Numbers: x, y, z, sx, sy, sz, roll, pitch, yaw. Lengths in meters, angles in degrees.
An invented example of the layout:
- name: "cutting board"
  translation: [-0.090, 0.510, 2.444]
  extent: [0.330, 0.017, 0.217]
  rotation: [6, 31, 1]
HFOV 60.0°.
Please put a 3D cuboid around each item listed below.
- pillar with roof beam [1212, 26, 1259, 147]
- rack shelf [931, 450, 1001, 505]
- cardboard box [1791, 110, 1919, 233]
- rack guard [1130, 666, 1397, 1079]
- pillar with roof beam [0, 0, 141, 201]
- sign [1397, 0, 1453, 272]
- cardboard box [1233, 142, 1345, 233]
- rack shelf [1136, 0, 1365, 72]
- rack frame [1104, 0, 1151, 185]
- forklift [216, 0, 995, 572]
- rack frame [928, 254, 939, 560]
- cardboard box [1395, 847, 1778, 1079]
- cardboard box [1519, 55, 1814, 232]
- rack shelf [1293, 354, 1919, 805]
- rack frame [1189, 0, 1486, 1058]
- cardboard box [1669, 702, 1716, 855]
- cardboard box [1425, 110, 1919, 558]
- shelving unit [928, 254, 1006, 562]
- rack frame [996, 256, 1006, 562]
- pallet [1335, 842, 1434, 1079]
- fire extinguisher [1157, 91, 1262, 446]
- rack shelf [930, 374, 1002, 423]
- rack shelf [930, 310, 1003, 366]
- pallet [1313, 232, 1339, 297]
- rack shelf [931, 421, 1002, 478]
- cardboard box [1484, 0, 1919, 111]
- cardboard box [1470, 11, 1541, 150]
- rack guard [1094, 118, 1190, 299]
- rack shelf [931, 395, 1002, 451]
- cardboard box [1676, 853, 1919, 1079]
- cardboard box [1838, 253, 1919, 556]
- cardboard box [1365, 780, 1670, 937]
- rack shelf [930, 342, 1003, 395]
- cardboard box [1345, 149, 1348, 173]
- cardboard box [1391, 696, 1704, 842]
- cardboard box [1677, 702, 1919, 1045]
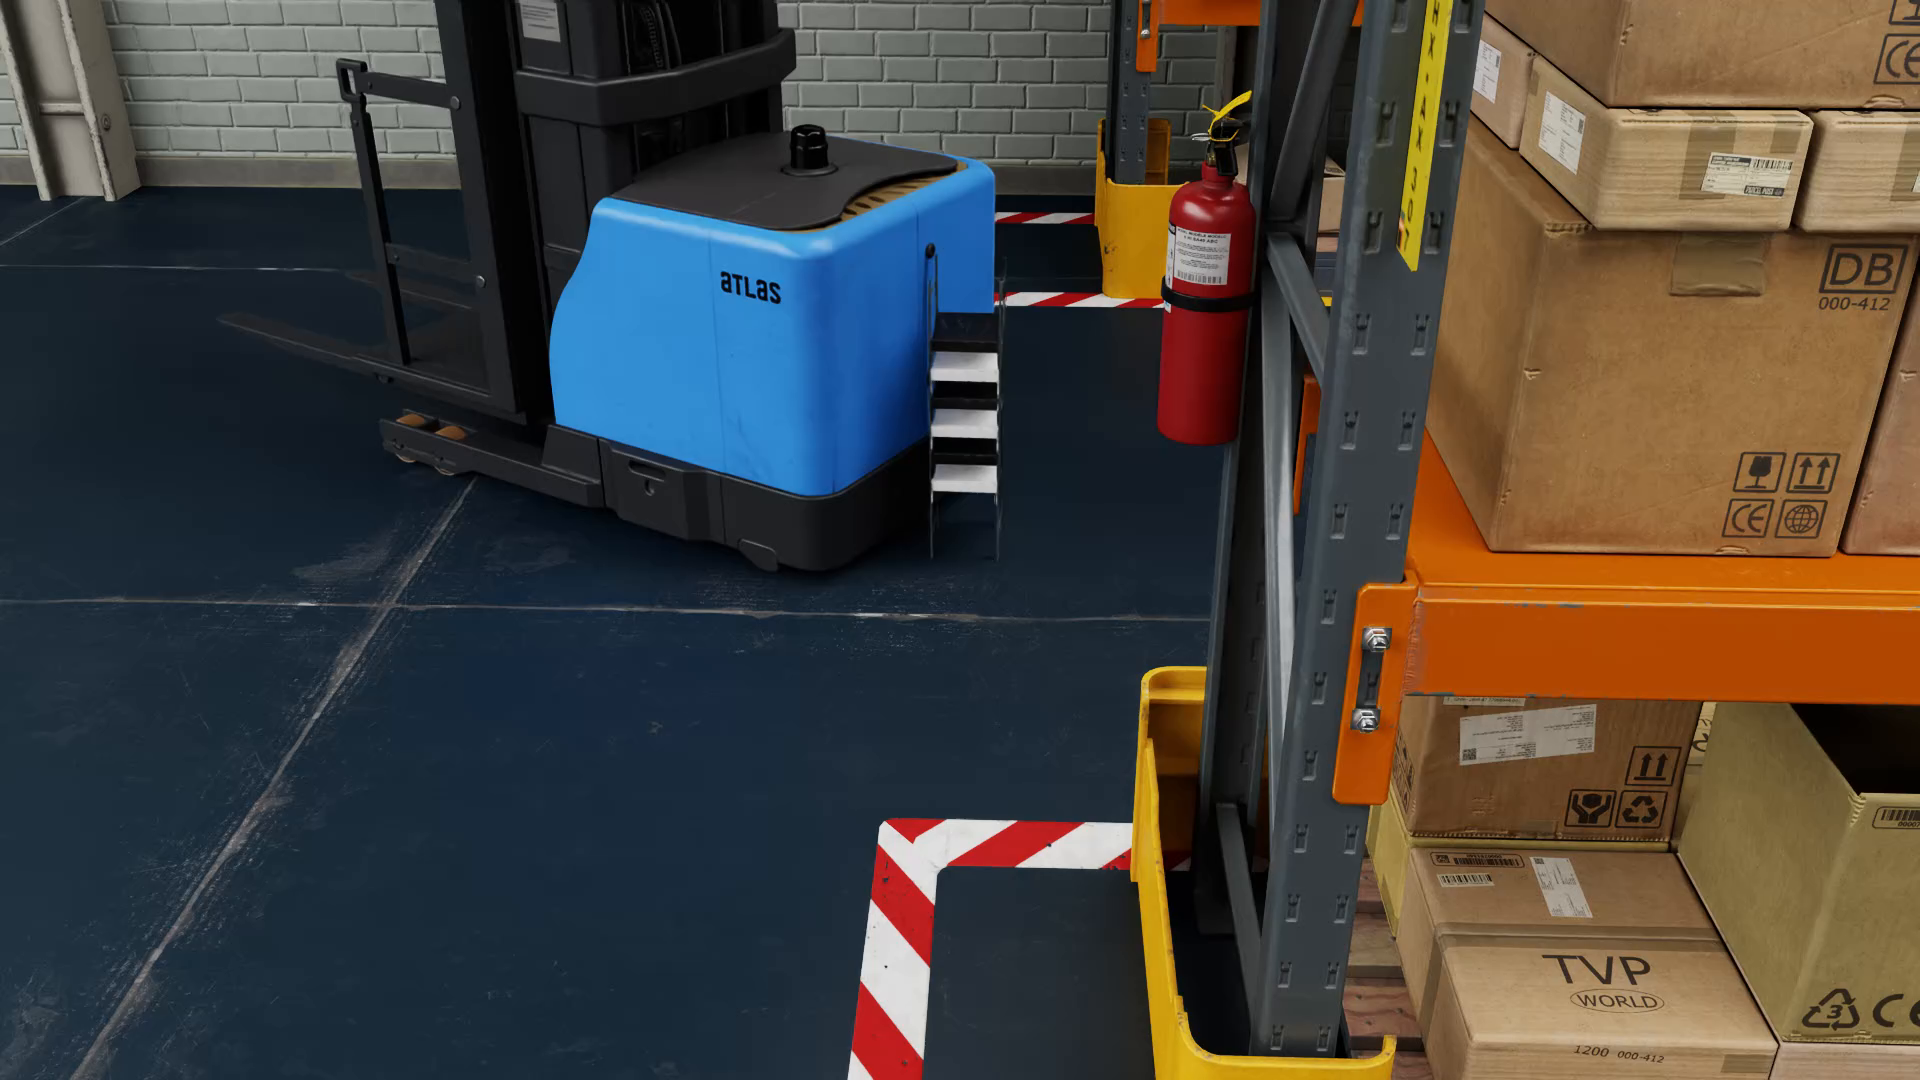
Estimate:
- name: "pillar with roof beam"
  translation: [1.320, -3.677, 2.578]
  extent: [0.400, 9.000, 9.100]
  rotation: [1, 28, 2]
- name: "rack shelf"
  translation: [0.023, -0.201, 5.124]
  extent: [0.200, 0.077, 0.258]
  rotation: [2, 28, 4]
- name: "cardboard box"
  translation: [1.220, -0.549, 2.285]
  extent: [0.250, 0.149, 0.380]
  rotation: [0, 28, 0]
- name: "rack guard"
  translation: [0.547, 0.775, 3.254]
  extent: [0.348, 0.500, 1.175]
  rotation: [1, 28, 2]
- name: "pillar with roof beam"
  translation: [-4.676, -3.776, 2.765]
  extent: [0.400, 9.000, 9.100]
  rotation: [1, 28, 2]
- name: "sign"
  translation: [0.546, -0.487, 1.957]
  extent: [0.005, 0.325, 0.100]
  rotation: [1, 28, 2]
- name: "cardboard box"
  translation: [1.431, -1.601, 7.468]
  extent: [0.500, 0.311, 0.500]
  rotation: [-2, 28, -4]
- name: "rack shelf"
  translation: [2.741, -2.297, 7.148]
  extent: [4.000, 0.370, 1.077]
  rotation: [1, 28, 2]
- name: "rack frame"
  translation: [0.742, -2.648, 7.042]
  extent: [0.127, 3.000, 1.000]
  rotation: [1, 28, 2]
- name: "forklift"
  translation: [-1.396, -1.705, 5.336]
  extent: [3.031, 2.935, 1.130]
  rotation: [16, 32, 28]
- name: "rack frame"
  translation: [-0.079, -0.393, 5.031]
  extent: [0.006, 0.900, 0.240]
  rotation: [2, 28, 4]
- name: "cardboard box"
  translation: [1.099, 0.813, 3.001]
  extent: [0.500, 0.250, 0.500]
  rotation: [1, 28, 2]
- name: "cardboard box"
  translation: [0.956, -0.553, 2.290]
  extent: [0.250, 0.149, 0.380]
  rotation: [1, 28, 1]
- name: "rack shelf"
  translation: [2.570, 0.022, 2.774]
  extent: [4.000, 0.370, 1.077]
  rotation: [1, 28, 2]
- name: "rack frame"
  translation: [0.571, -0.329, 2.668]
  extent: [0.127, 3.000, 1.000]
  rotation: [1, 28, 2]
- name: "cardboard box"
  translation: [1.618, 0.573, 3.453]
  extent: [0.500, 0.250, 0.500]
  rotation: [1, 28, 2]
- name: "cardboard box"
  translation: [1.037, -0.360, 2.619]
  extent: [0.500, 0.500, 0.700]
  rotation: [1, 28, 2]
- name: "shelving unit"
  translation: [0.023, -0.390, 5.024]
  extent: [0.210, 0.900, 0.258]
  rotation: [2, 28, 4]
- name: "rack frame"
  translation: [0.124, -0.386, 5.017]
  extent: [0.006, 0.900, 0.240]
  rotation: [2, 28, 4]
- name: "pallet"
  translation: [1.337, 0.896, 3.334]
  extent: [1.213, 0.211, 1.003]
  rotation: [1, 28, 2]
- name: "fire extinguisher"
  translation: [0.469, -0.514, 3.100]
  extent: [0.183, 0.674, 0.296]
  rotation: [1, 28, 2]
- name: "rack shelf"
  translation: [0.023, -0.440, 4.997]
  extent: [0.200, 0.077, 0.258]
  rotation: [2, 28, 4]
- name: "rack shelf"
  translation: [0.023, -0.599, 4.913]
  extent: [0.200, 0.077, 0.258]
  rotation: [2, 28, 4]
- name: "pallet"
  translation: [1.629, -1.385, 7.637]
  extent: [1.213, 0.211, 1.003]
  rotation: [1, 28, 2]
- name: "rack shelf"
  translation: [0.023, -0.281, 5.082]
  extent: [0.200, 0.077, 0.258]
  rotation: [2, 28, 4]
- name: "cardboard box"
  translation: [1.090, -0.932, 2.313]
  extent: [0.500, 0.500, 0.700]
  rotation: [1, 28, 2]
- name: "cardboard box"
  translation: [0.960, -0.743, 2.649]
  extent: [0.250, 0.149, 0.380]
  rotation: [0, 28, 1]
- name: "rack guard"
  translation: [0.818, -1.542, 7.625]
  extent: [0.348, 0.500, 1.175]
  rotation: [1, 28, 2]
- name: "rack shelf"
  translation: [0.023, -0.360, 5.040]
  extent: [0.200, 0.077, 0.258]
  rotation: [2, 28, 4]
- name: "cardboard box"
  translation: [1.599, 0.820, 2.988]
  extent: [0.500, 0.250, 0.500]
  rotation: [1, 28, 2]
- name: "cardboard box"
  translation: [1.562, -0.353, 2.607]
  extent: [0.500, 0.500, 0.700]
  rotation: [2, 28, 3]
- name: "cardboard box"
  translation: [1.118, 0.571, 3.458]
  extent: [0.500, 0.250, 0.500]
  rotation: [1, 28, 2]
- name: "rack shelf"
  translation: [0.023, -0.519, 4.955]
  extent: [0.200, 0.077, 0.258]
  rotation: [2, 28, 4]
- name: "cardboard box"
  translation: [2.000, -1.591, 7.450]
  extent: [0.500, 0.311, 0.500]
  rotation: [3, 28, 6]
- name: "cardboard box"
  translation: [1.118, 0.238, 3.284]
  extent: [0.500, 0.500, 0.500]
  rotation: [1, 28, 2]
- name: "cardboard box"
  translation: [1.599, 0.489, 2.811]
  extent: [0.500, 0.500, 0.500]
  rotation: [1, 28, 2]
